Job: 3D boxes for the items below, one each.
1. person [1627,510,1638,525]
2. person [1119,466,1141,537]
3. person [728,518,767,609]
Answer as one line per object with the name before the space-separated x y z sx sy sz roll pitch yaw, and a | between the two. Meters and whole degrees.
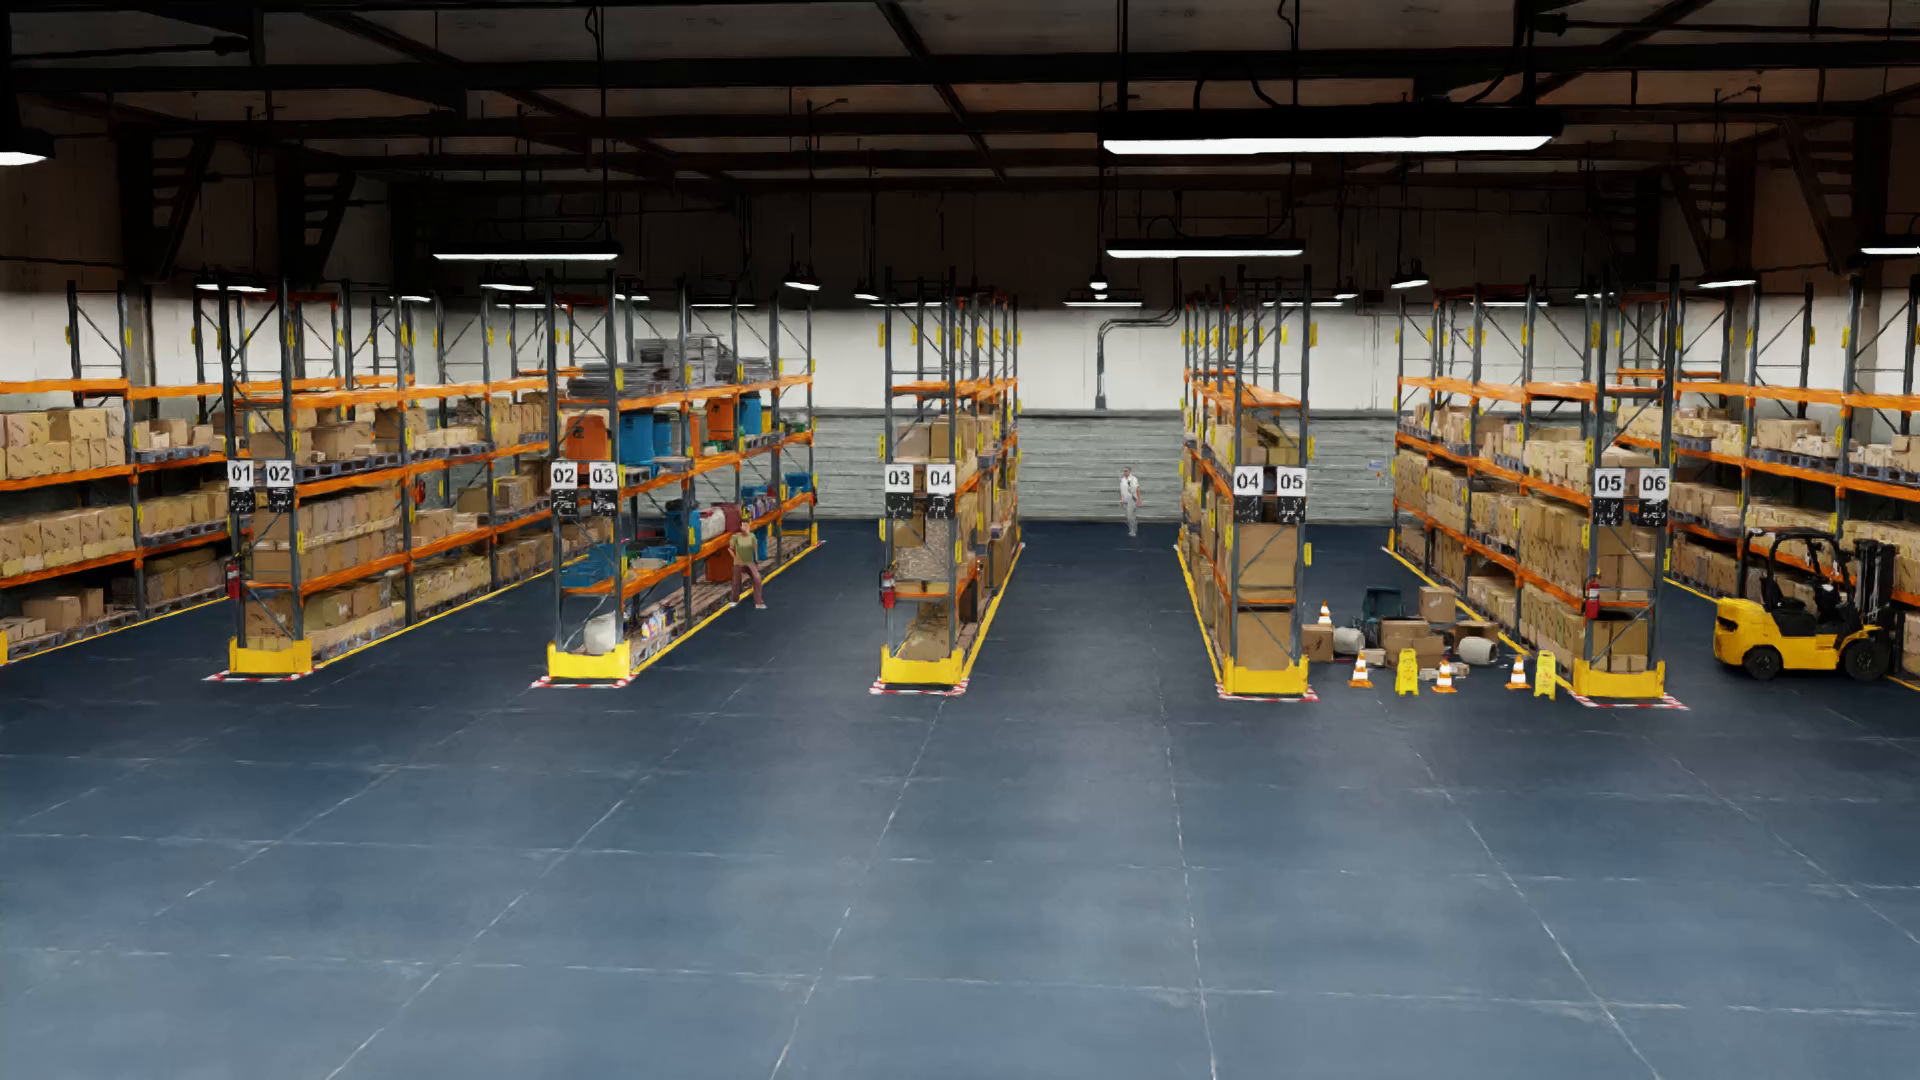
person | 16.247 -0.648 39.956 0.355 1.592 0.517 -3 8 -23
person | 4.359 -0.998 42.331 0.479 1.791 0.657 -4 8 -31
person | -3.757 0.402 29.105 0.626 1.588 0.805 -2 7 -17
